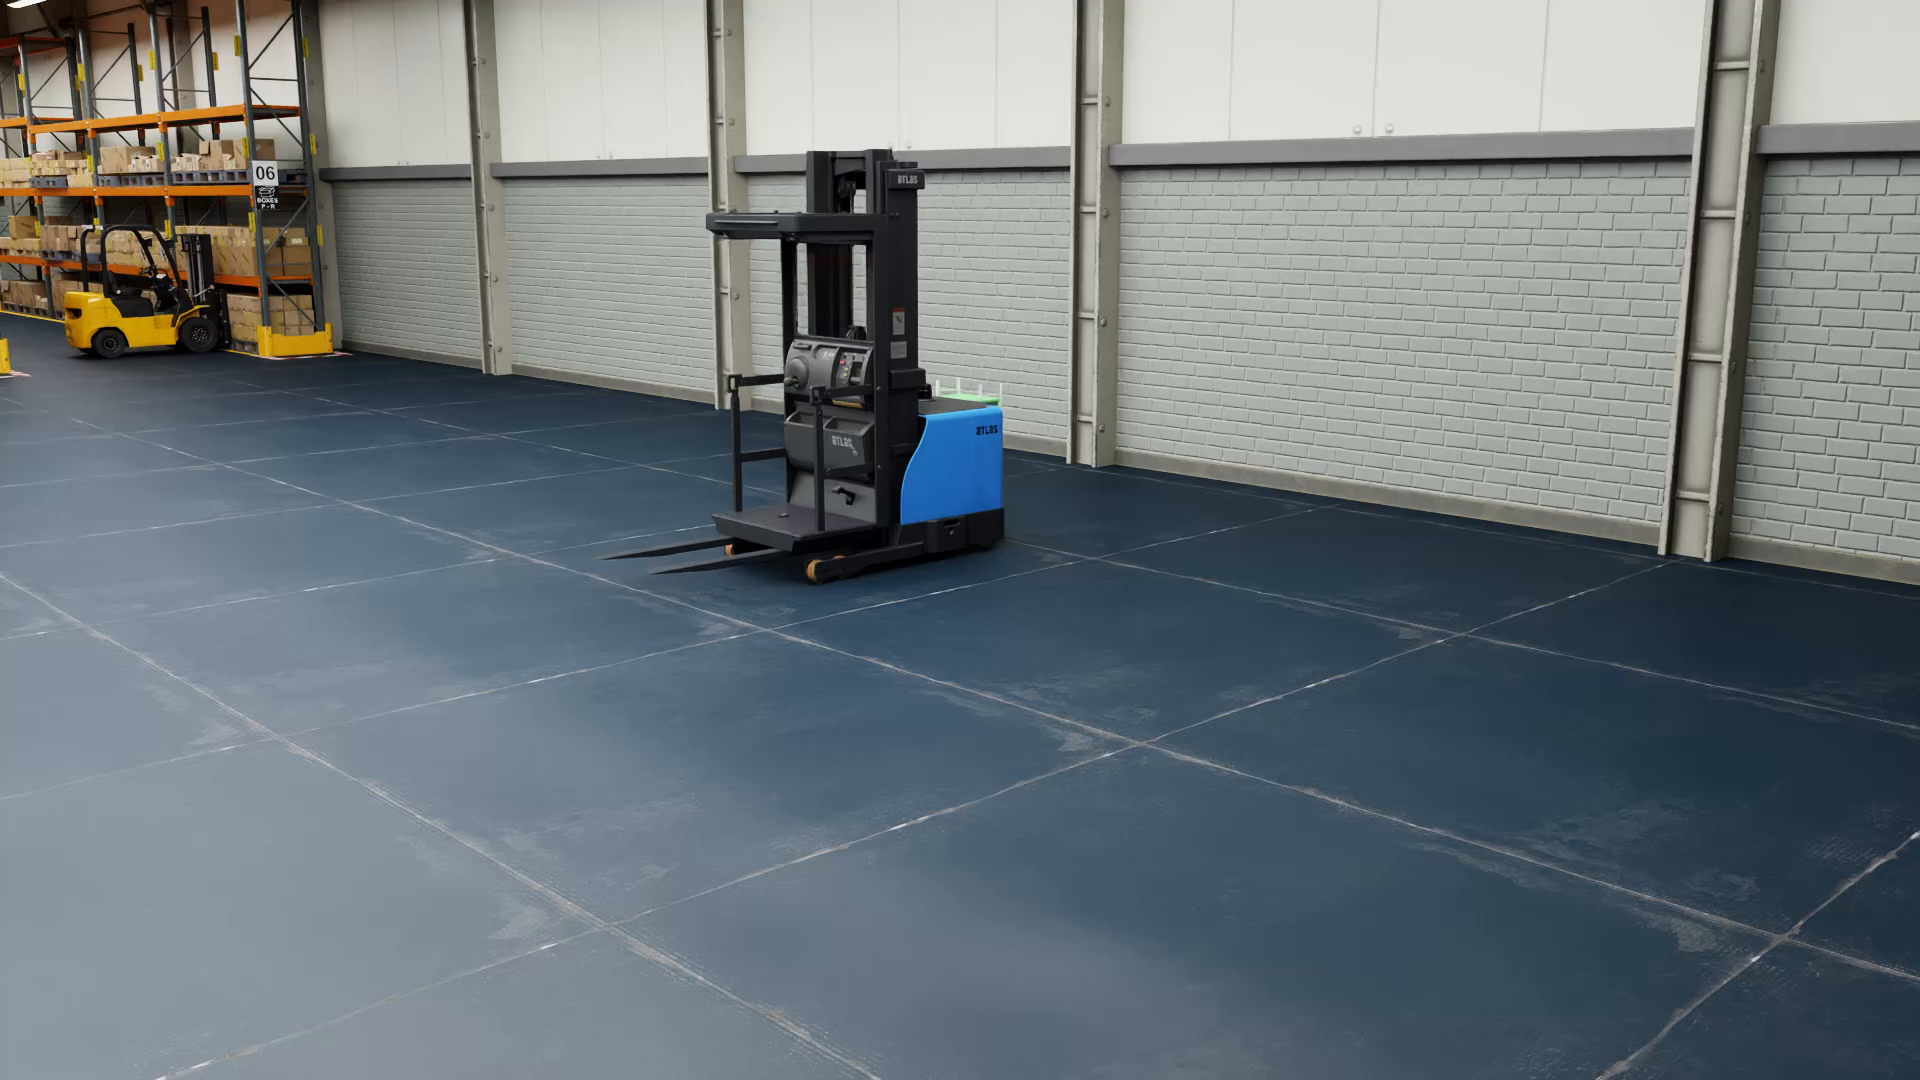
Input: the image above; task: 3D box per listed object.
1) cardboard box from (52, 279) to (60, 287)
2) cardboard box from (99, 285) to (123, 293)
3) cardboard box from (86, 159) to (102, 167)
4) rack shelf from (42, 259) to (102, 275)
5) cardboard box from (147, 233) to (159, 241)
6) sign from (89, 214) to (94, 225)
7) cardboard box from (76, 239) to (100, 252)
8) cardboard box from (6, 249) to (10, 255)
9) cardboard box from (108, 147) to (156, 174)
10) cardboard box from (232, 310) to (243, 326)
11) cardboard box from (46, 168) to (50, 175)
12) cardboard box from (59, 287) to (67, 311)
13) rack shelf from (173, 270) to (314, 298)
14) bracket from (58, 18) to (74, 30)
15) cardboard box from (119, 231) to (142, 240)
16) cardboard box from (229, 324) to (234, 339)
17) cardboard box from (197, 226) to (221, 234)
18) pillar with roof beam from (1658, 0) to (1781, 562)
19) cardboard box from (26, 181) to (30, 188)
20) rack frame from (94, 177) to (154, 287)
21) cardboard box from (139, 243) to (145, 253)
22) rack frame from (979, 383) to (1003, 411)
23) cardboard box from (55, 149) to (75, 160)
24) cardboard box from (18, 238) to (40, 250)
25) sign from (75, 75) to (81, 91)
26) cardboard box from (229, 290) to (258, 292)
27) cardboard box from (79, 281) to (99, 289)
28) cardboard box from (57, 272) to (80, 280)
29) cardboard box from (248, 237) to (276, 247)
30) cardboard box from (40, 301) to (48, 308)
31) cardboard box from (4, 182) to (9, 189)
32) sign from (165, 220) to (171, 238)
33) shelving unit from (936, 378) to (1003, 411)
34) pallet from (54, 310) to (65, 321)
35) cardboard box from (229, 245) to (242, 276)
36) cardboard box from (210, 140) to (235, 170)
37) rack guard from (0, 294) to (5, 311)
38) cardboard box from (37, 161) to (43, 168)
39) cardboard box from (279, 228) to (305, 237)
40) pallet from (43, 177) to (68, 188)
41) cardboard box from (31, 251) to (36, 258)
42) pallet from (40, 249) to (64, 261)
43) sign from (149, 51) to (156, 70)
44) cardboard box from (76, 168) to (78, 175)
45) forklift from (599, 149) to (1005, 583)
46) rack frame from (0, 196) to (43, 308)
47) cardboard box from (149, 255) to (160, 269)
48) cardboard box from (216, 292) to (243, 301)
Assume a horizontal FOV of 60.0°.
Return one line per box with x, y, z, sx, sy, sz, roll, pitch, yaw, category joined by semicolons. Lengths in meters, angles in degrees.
-19.522;-5.595;36.182;0.380;0.149;0.250;-10;15;-40;cardboard box
-17.339;-5.138;33.961;0.250;0.149;0.380;11;16;42;cardboard box
-17.266;-7.547;33.324;0.380;0.149;0.250;-10;15;-41;cardboard box
-18.196;-5.741;35.127;1.077;0.370;4.000;-11;16;-43;rack shelf
-15.049;-5.702;31.297;0.250;0.149;0.380;11;16;43;cardboard box
-19.178;-7.030;36.733;0.100;0.325;0.005;-11;16;-43;sign
-17.778;-6.043;34.139;0.500;0.250;0.500;11;16;42;cardboard box
-21.765;-6.650;38.380;0.380;0.149;0.250;-10;15;-41;cardboard box
-16.070;-7.375;32.305;0.700;0.500;0.500;-11;16;-44;cardboard box
-12.191;-3.840;28.652;0.500;0.250;0.500;-11;16;-43;cardboard box
-18.951;-7.738;34.939;0.380;0.149;0.250;-11;16;-43;cardboard box
-19.031;-5.189;35.816;0.500;0.500;0.500;-11;16;-43;cardboard box
-12.671;-4.574;29.461;1.077;0.370;4.000;-11;16;-43;rack shelf
-19.376;-11.204;36.072;0.235;0.232;0.430;-11;16;-43;bracket
-16.237;-5.972;32.608;0.380;0.149;0.250;-11;16;-42;cardboard box
-12.519;-3.666;29.045;0.500;0.250;0.500;-11;16;-42;cardboard box
-13.316;-5.495;29.556;0.380;0.149;0.250;-11;16;-43;cardboard box
2.341;-3.697;8.556;9.100;9.000;0.400;-11;16;-43;pillar with roof beam
-20.206;-7.779;36.425;0.380;0.149;0.250;-11;16;-43;cardboard box
-16.815;-5.802;33.638;1.000;3.000;0.127;-11;16;-43;rack frame
-15.286;-5.575;31.670;0.500;0.250;0.500;-10;16;-41;cardboard box
0.238;-0.609;12.895;0.240;1.200;0.015;-10;16;-41;rack frame
-19.316;-8.300;35.900;0.396;0.266;0.258;-11;16;-43;cardboard box
-20.797;-6.644;37.360;0.500;0.250;0.500;-11;16;-43;cardboard box
-19.180;-9.937;36.136;0.100;0.325;0.005;-11;16;-43;sign
-12.873;-4.374;30.005;0.500;0.250;0.500;-11;16;-42;cardboard box
-18.367;-5.378;35.128;0.380;0.149;0.250;-11;16;-42;cardboard box
-19.308;-5.710;36.000;0.250;0.149;0.380;11;16;42;cardboard box
-11.732;-5.012;27.952;0.380;0.149;0.250;-11;16;-42;cardboard box
-20.174;-5.235;36.913;0.250;0.149;0.380;11;16;43;cardboard box
-21.299;-7.999;37.493;0.380;0.149;0.250;-11;16;-42;cardboard box
-14.438;-5.669;30.322;0.100;0.325;0.005;-11;16;-43;sign
0.073;-0.645;13.071;0.258;1.200;0.503;-10;16;-41;shelving unit
-18.988;-4.906;36.202;1.003;0.211;1.213;-11;16;-43;pallet
-12.172;-4.795;28.506;0.500;0.500;0.500;-10;15;-41;cardboard box
-12.407;-6.601;28.548;0.700;0.500;0.500;-11;16;-42;cardboard box
-22.287;-5.734;39.504;1.175;0.500;0.348;-11;16;-43;rack guard
-19.308;-7.955;35.254;0.380;0.149;0.250;-11;16;-44;cardboard box
-11.368;-5.225;28.248;0.380;0.149;0.250;-11;16;-44;cardboard box
-18.459;-7.507;34.946;1.213;0.211;1.003;-11;16;-43;pallet
-20.373;-6.343;36.890;0.380;0.149;0.250;-10;16;-41;cardboard box
-19.104;-6.160;35.851;1.003;0.211;1.213;-11;16;-43;pallet
-14.437;-8.575;29.722;0.100;0.325;0.005;-11;16;-43;sign
-17.901;-7.567;34.156;0.380;0.149;0.250;-11;16;-42;cardboard box
-1.096;-1.255;11.739;3.031;2.935;1.130;-10;15;-41;forklift
-22.340;-6.969;39.305;1.000;3.000;0.127;-11;16;-43;rack frame
-14.941;-5.254;31.352;0.500;0.250;0.500;-11;16;-43;cardboard box
-12.891;-4.228;29.293;0.500;0.250;0.500;-11;16;-44;cardboard box
